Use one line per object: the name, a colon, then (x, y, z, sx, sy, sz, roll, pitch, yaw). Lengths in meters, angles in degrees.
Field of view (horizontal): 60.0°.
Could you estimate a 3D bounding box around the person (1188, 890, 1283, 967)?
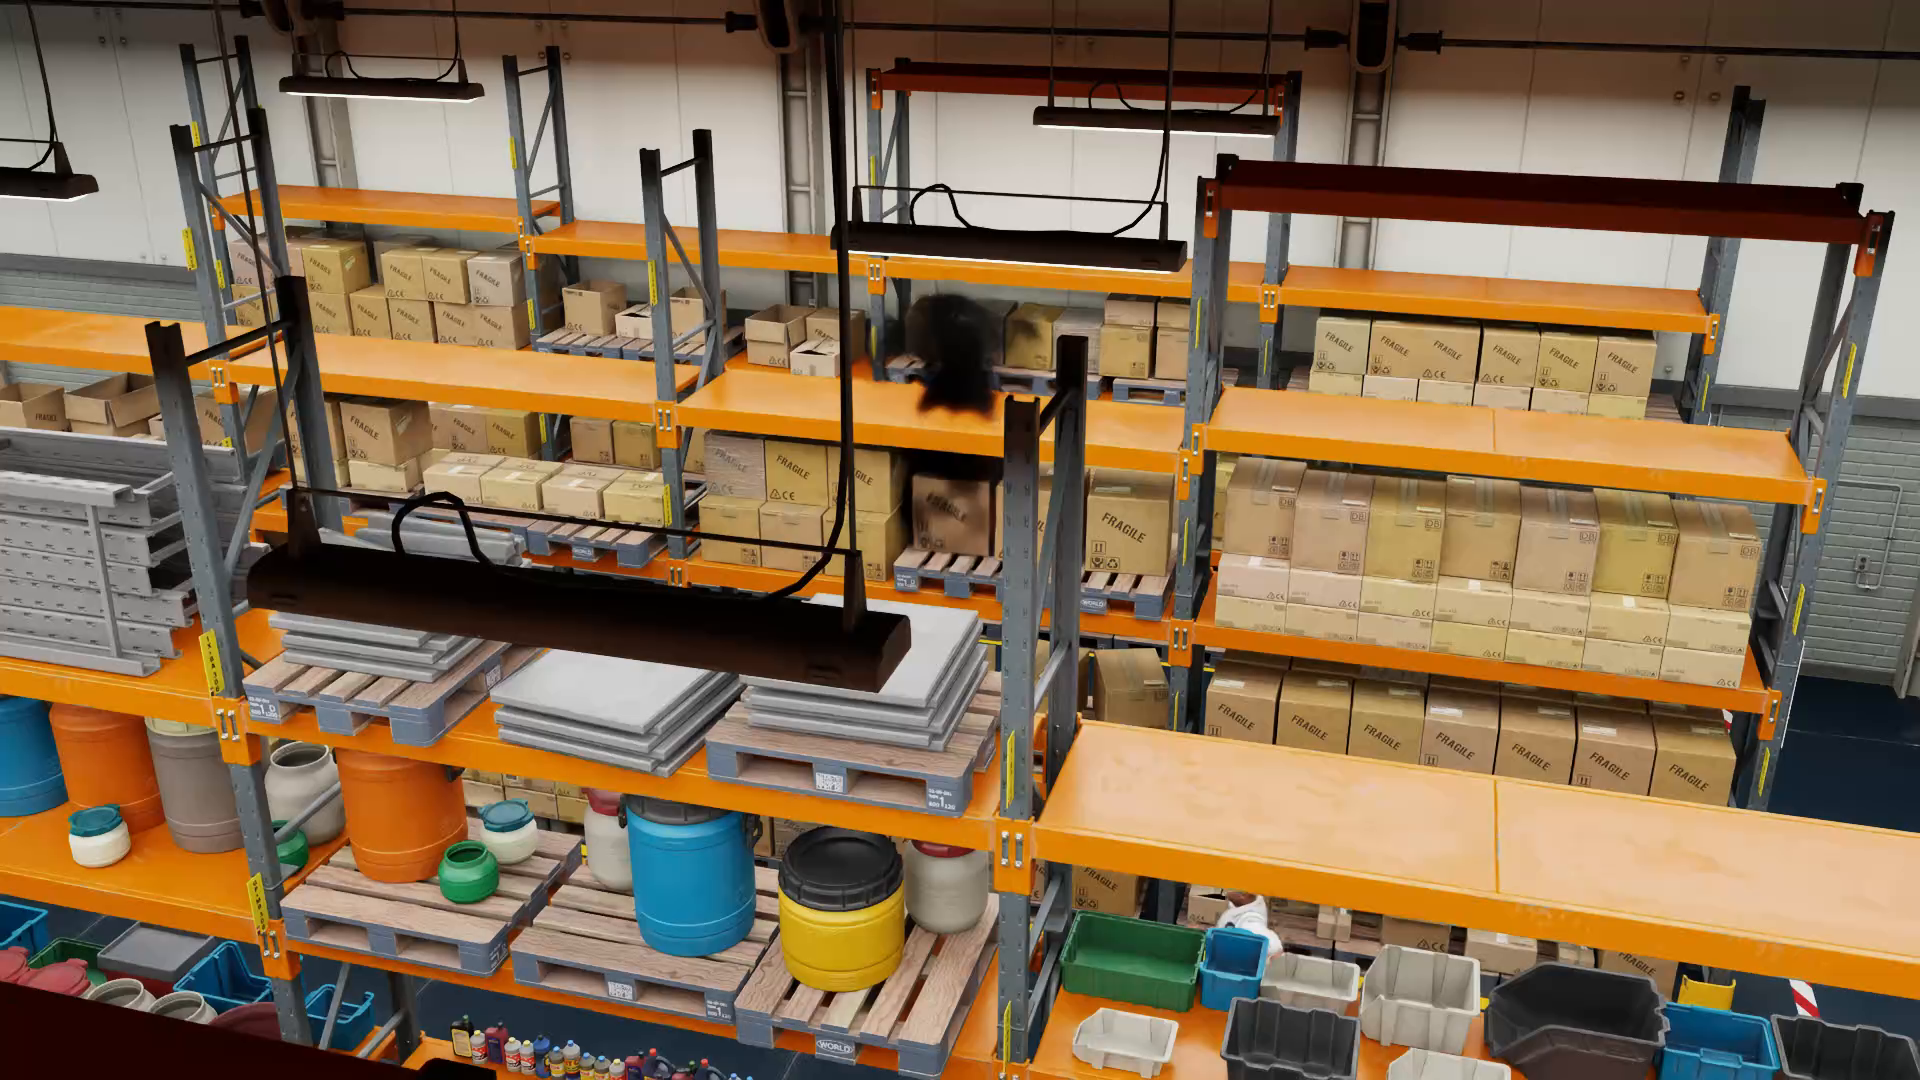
person: (1.855, 2.921, 10.897, 0.864, 1.852, 0.632, 6, 23, 13)
